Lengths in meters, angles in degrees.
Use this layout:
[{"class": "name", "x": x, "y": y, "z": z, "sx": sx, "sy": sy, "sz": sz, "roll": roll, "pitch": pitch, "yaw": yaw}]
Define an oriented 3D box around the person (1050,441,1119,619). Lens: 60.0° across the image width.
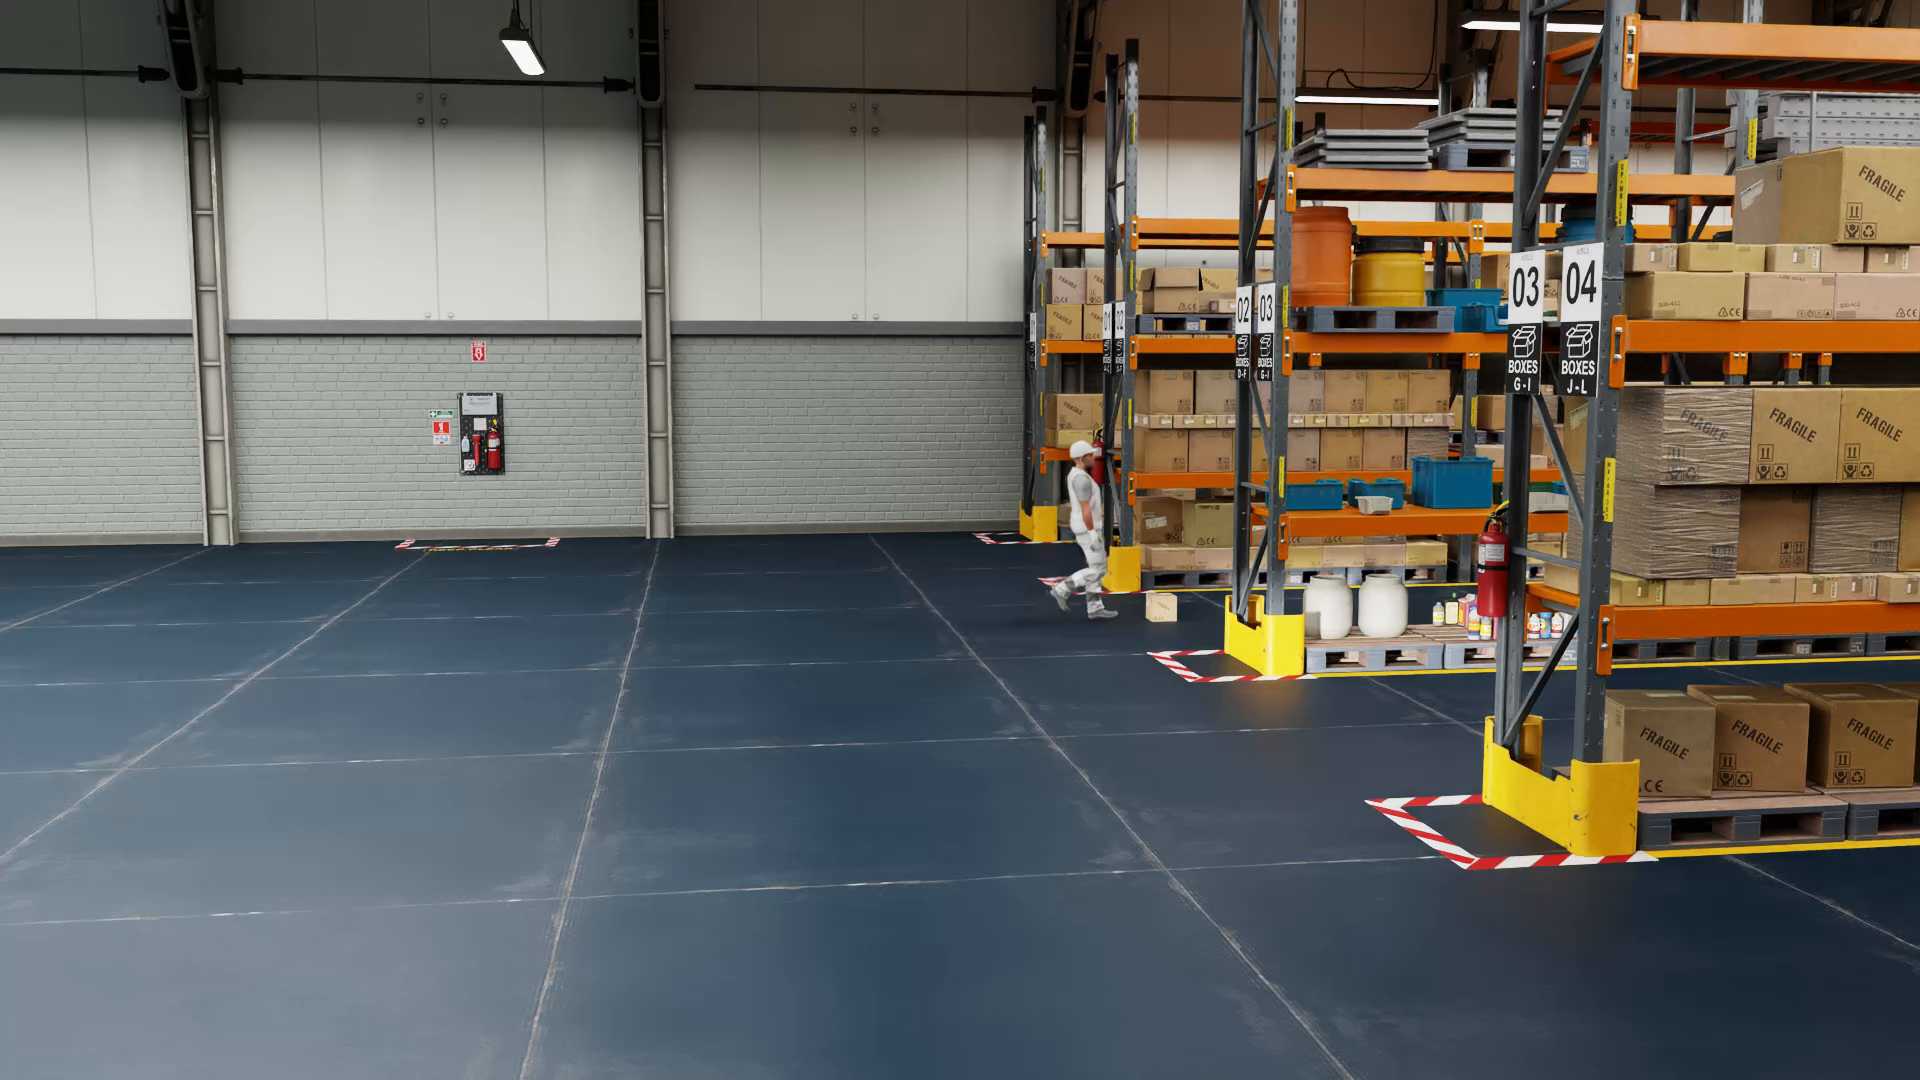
[{"class": "person", "x": 1.231, "y": -0.090, "z": 16.334, "sx": 0.692, "sy": 1.772, "sz": 0.554, "roll": 0, "pitch": 6, "yaw": 0}]
